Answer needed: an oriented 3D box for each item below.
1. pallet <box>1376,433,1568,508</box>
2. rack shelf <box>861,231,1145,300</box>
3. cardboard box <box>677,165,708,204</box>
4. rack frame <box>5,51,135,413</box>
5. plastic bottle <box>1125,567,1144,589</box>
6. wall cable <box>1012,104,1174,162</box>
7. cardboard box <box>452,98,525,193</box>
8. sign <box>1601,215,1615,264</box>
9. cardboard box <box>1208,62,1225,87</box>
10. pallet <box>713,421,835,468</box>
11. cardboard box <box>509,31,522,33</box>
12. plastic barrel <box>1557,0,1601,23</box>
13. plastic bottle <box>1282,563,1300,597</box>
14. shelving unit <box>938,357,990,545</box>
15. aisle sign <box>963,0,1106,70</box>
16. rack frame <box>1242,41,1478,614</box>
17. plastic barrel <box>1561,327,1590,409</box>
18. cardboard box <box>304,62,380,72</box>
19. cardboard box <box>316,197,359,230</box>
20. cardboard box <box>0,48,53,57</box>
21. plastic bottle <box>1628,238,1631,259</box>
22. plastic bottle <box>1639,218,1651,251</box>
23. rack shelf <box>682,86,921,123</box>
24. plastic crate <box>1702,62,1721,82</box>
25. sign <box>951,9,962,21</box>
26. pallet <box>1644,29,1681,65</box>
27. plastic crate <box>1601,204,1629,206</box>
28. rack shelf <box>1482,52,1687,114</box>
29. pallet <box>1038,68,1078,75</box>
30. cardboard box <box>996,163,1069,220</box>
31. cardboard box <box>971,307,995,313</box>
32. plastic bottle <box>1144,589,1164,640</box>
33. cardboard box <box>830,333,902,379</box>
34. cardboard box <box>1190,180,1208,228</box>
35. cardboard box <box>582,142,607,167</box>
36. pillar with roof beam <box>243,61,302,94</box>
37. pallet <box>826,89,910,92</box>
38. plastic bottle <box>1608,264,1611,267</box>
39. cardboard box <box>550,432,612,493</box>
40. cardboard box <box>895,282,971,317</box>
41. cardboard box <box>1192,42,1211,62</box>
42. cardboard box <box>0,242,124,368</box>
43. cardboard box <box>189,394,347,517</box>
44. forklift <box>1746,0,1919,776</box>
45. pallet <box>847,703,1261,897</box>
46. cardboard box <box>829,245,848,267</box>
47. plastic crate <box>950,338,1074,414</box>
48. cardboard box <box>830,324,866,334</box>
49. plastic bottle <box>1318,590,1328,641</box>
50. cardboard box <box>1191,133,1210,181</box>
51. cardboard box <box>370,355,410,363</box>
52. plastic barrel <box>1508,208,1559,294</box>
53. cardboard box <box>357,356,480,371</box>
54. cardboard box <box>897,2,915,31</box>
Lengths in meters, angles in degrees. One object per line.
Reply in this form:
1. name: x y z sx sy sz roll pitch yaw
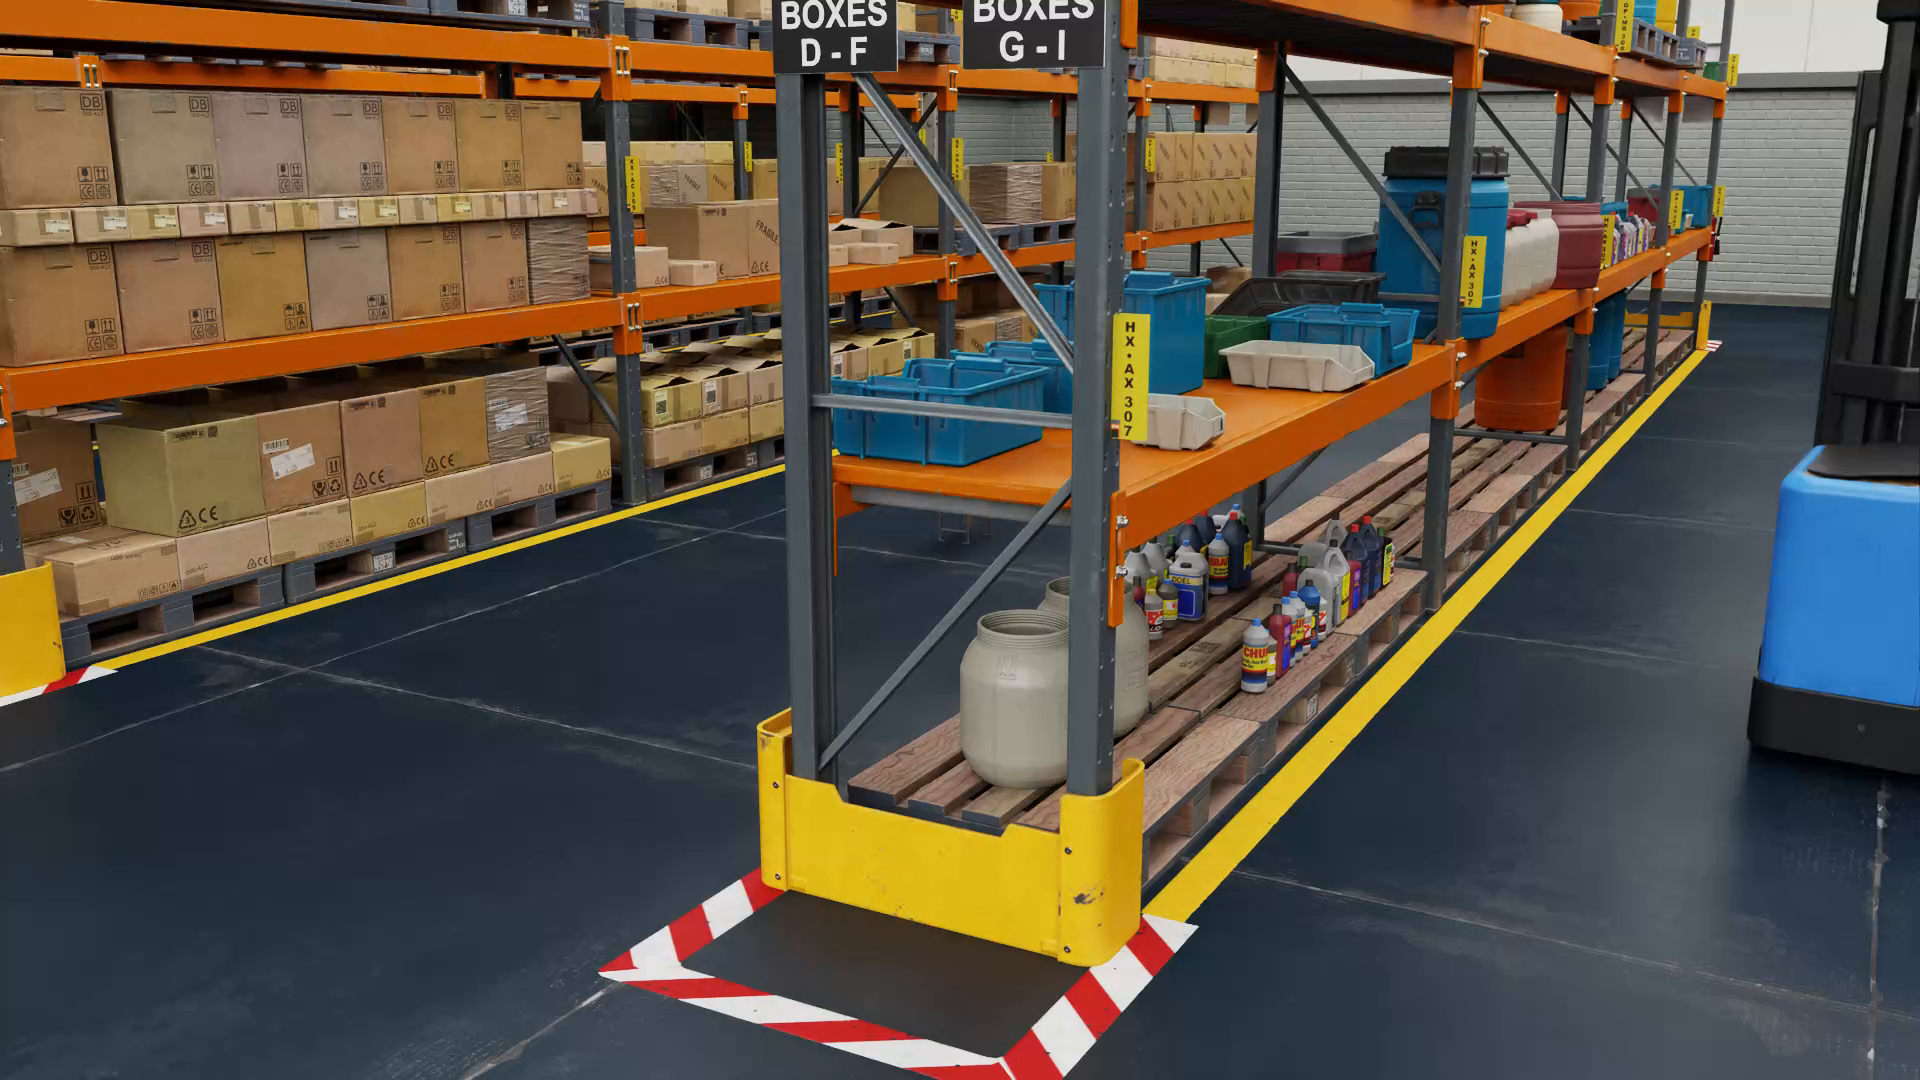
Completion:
1. pallet: 3.418 -0.479 11.071 1.003 0.211 1.213 7 15 28
2. rack shelf: 0.459 -2.612 15.502 1.077 0.370 4.000 7 15 28
3. cardboard box: -3.153 -3.906 18.446 0.500 0.500 0.500 8 15 28
4. rack frame: -6.780 -2.291 12.637 1.000 3.000 0.127 7 15 28
5. plastic bottle: 0.676 0.259 6.933 0.152 0.276 0.135 7 15 26
6. wall cable: 2.068 -7.280 27.155 3.097 2.526 0.112 7 15 28
7. cardboard box: -2.894 -2.214 9.337 0.700 0.500 0.500 7 15 28
8. sign: 4.311 -2.008 11.113 0.100 0.325 0.005 7 15 28
9. cardboard box: 2.604 -5.136 18.359 0.500 0.250 0.500 7 15 28
10. pallet: -1.531 -0.782 12.326 1.003 0.211 1.213 7 15 28
11. cardboard box: -4.666 -4.937 16.058 0.700 0.500 0.500 6 15 24
12. plastic barrel: 4.103 -3.977 11.415 0.600 0.830 0.708 7 15 28
13. plastic bottle: 1.409 0.229 7.039 0.061 0.283 0.133 7 15 28
14. shelving unit: 0.026 -0.521 9.456 0.215 1.050 0.252 7 15 28
15. aisle sign: 0.181 -1.564 4.073 0.394 0.787 0.004 7 15 28
16. rack frame: 1.893 -1.169 7.981 1.000 3.000 0.127 7 15 28
17. plastic barrel: 4.594 -1.355 13.004 0.600 0.588 0.708 7 15 28
18. cardboard box: -5.554 -4.374 14.615 0.797 0.503 0.637 10 17 36
19. cardboard box: -3.253 -1.645 8.361 0.380 0.149 0.250 8 15 29
20. cardboard box: -6.809 -3.676 11.723 0.500 0.500 0.500 8 16 30
21. plastic bottle: 5.335 -2.363 13.359 0.097 0.201 0.097 0 14 0
22. plastic bottle: 5.853 -2.632 14.316 0.152 0.276 0.135 7 15 28
23. rack shelf: -1.946 -5.451 20.880 1.077 0.370 4.000 7 15 28
24. plastic crate: 7.467 -4.751 16.893 0.450 0.188 0.336 7 15 28
25. sign: -0.026 -4.235 13.027 0.100 0.325 0.005 7 15 28
26. pallet: 4.921 -3.771 12.780 1.003 0.211 1.213 7 15 28
27. plastic crate: 6.968 -3.430 17.590 0.416 0.233 0.300 7 15 28
28. rack shelf: 4.793 -3.508 12.820 1.077 0.370 4.000 7 15 28
29. pallet: 0.550 -4.400 15.384 1.213 0.211 1.003 7 15 28
30. cardboard box: 0.626 -3.255 15.526 0.700 0.500 0.500 3 14 14
31. cardboard box: -0.011 -1.875 15.304 0.500 0.500 0.500 7 15 26
32. plastic bottle: 0.794 0.305 6.899 0.097 0.201 0.097 0 14 0
33. cardboard box: -0.791 -1.449 12.916 0.500 0.311 0.500 7 15 27
34. cardboard box: 2.399 -3.702 18.276 0.500 0.500 0.500 7 15 28
35. cardboard box: -3.904 -3.957 17.054 0.500 0.250 0.500 7 15 28
36. pillar with roof beam: -2.463 -5.372 12.615 9.100 9.000 0.400 7 15 28
37. pallet: -1.328 -6.015 21.871 1.003 0.211 1.213 7 15 28
38. plastic bottle: 4.845 -2.189 12.489 0.097 0.271 0.097 0 14 0
39. cardboard box: -2.474 -0.478 10.088 0.500 0.250 0.500 7 15 28
40. cardboard box: -0.238 -2.145 14.826 0.500 0.250 0.500 8 16 30
41. cardboard box: 2.370 -5.276 17.871 0.500 0.250 0.500 7 15 28
42. cardboard box: -4.138 -1.053 7.287 0.700 0.500 0.500 7 15 28
43. cardboard box: -3.451 -0.434 8.303 0.500 0.500 0.500 7 15 28
44. forklift: 4.154 -0.833 6.734 1.130 2.935 3.031 9 16 33
45. pallet: 0.352 0.821 5.679 1.003 0.211 1.213 7 15 28
46. cardboard box: -1.075 -2.161 12.634 0.380 0.149 0.250 9 16 32
47. plastic crate: 0.258 -0.545 5.711 0.499 0.251 0.408 7 15 28
48. cardboard box: -1.018 -1.617 13.616 0.500 0.311 0.500 8 16 30
49. plastic bottle: 1.470 0.308 6.886 0.097 0.201 0.097 0 14 0
50. cardboard box: 2.398 -4.183 18.136 0.500 0.500 0.500 7 15 26
51. cardboard box: -5.499 -1.864 15.261 0.700 0.500 0.500 7 15 28
52. plastic barrel: 3.516 -1.808 10.396 0.421 0.512 0.421 0 14 0
53. cardboard box: -3.175 -0.799 9.820 0.500 0.500 0.500 7 15 28
54. cardboard box: -0.678 -4.041 12.920 0.500 0.250 0.500 6 15 24
